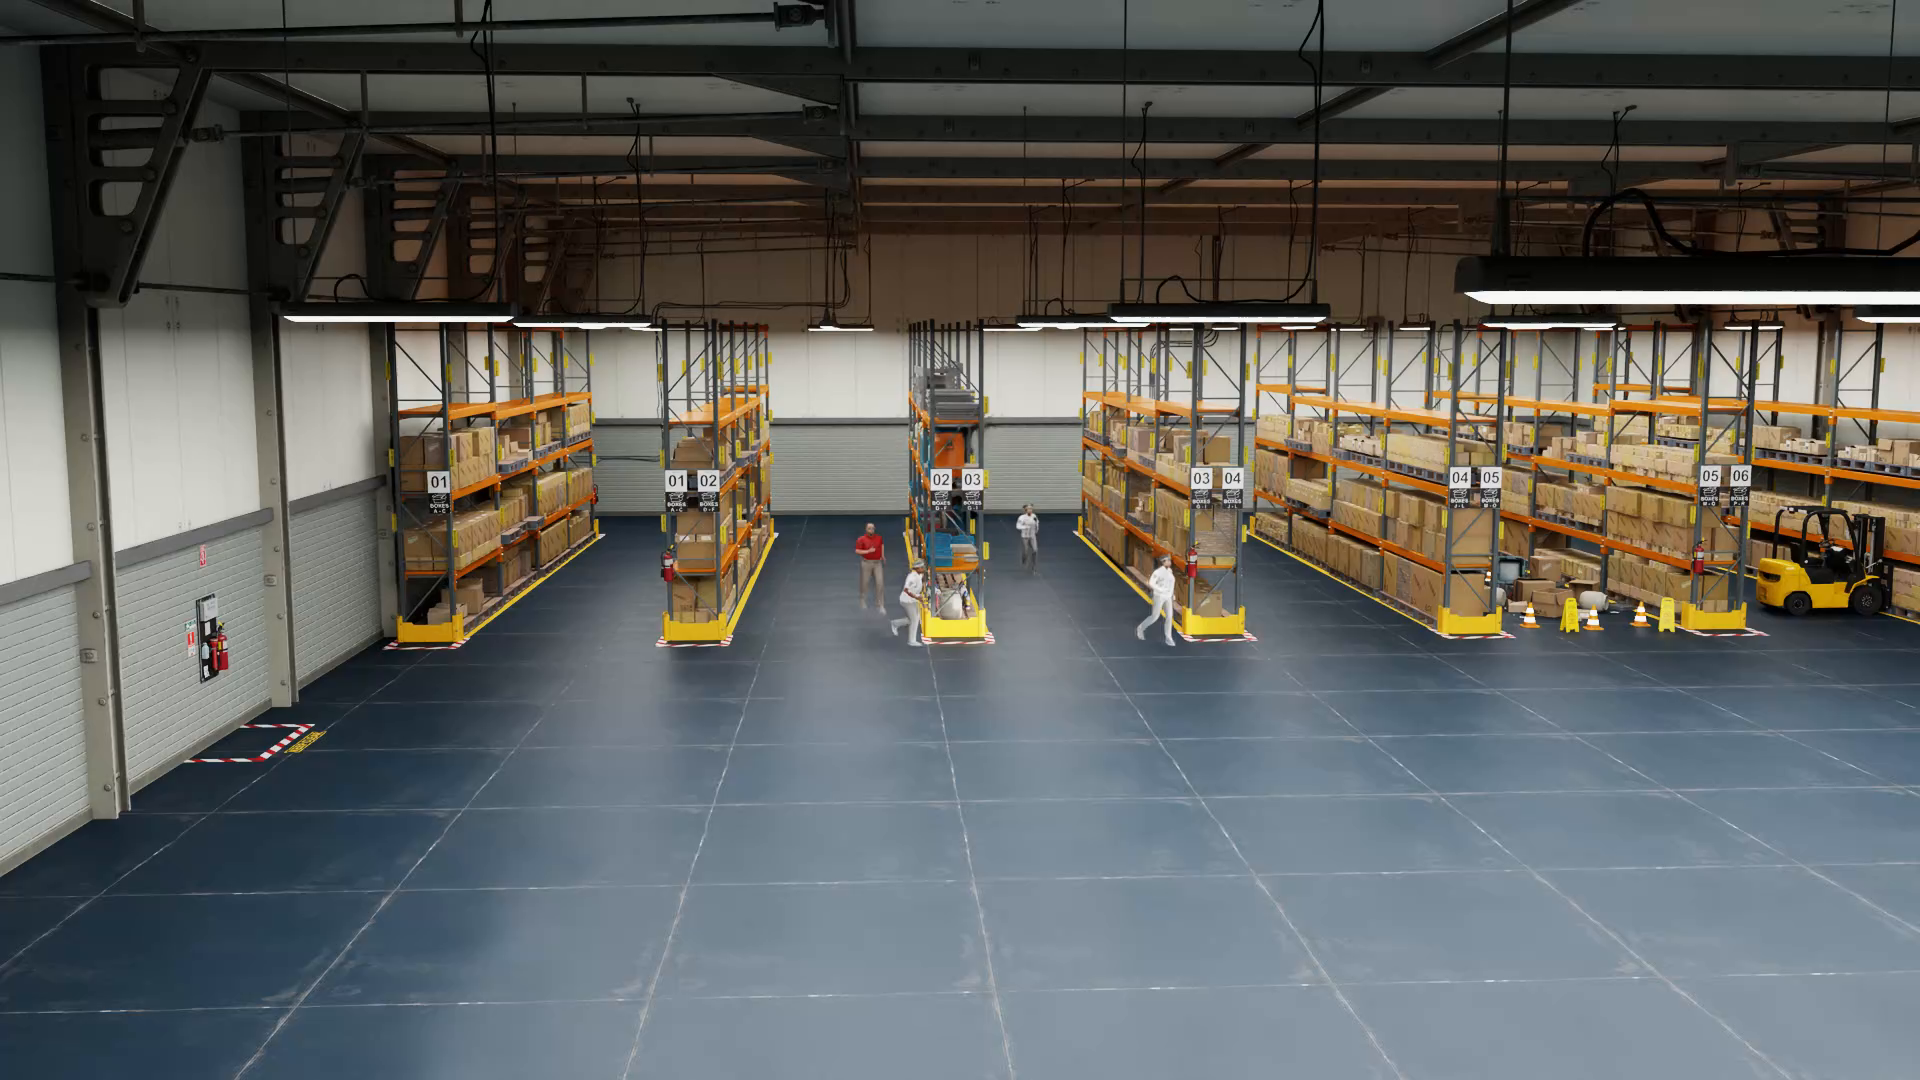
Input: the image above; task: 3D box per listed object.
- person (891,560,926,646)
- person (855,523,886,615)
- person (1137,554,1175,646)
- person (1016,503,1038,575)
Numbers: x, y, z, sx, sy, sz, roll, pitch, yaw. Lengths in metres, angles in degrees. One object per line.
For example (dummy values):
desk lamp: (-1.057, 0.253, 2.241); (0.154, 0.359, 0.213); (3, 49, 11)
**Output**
person: (-0.967, 1.157, 30.665); (0.720, 1.628, 0.514); (3, 8, 24)
person: (-1.747, 0.540, 32.695); (0.659, 1.766, 0.851); (-2, 7, -19)
person: (3.791, 1.078, 30.894); (0.674, 1.664, 0.921); (-5, 9, -37)
person: (1.621, -0.029, 39.995); (0.588, 1.730, 0.776); (-1, 7, -9)
